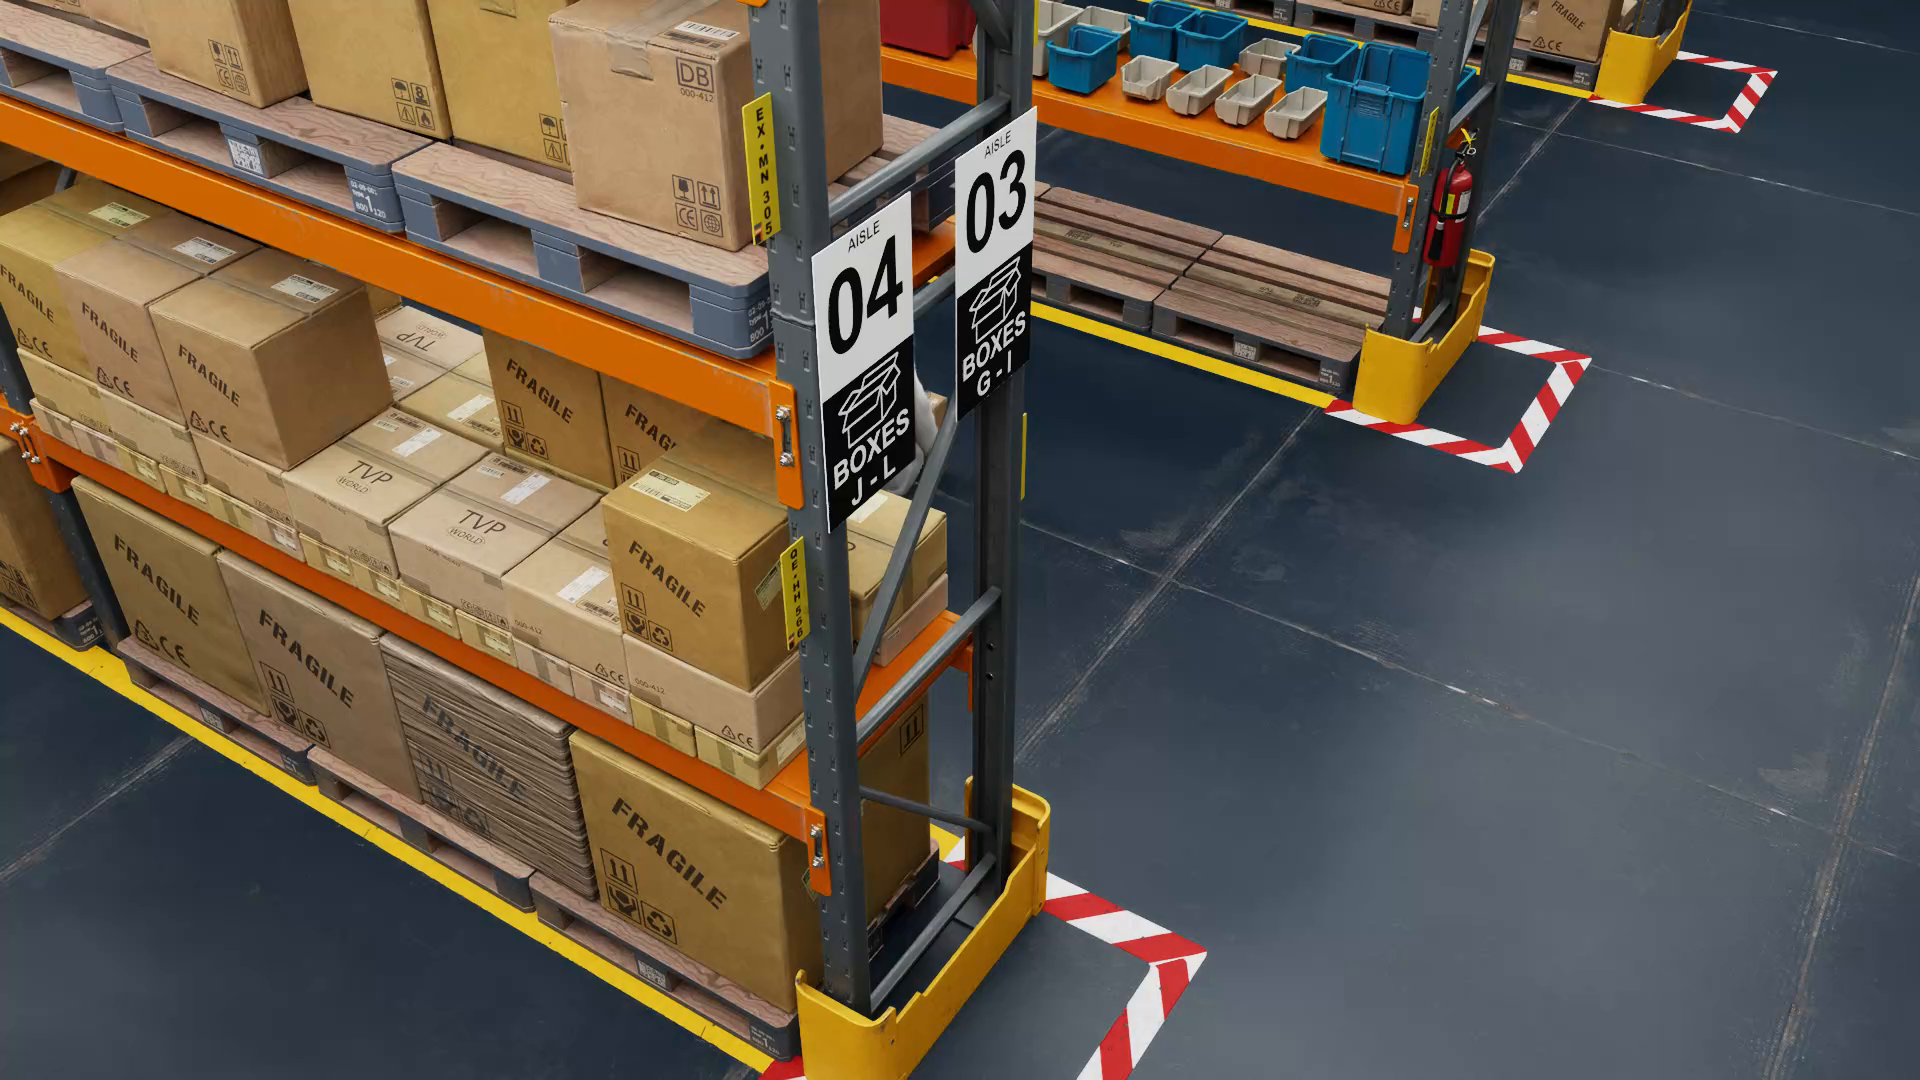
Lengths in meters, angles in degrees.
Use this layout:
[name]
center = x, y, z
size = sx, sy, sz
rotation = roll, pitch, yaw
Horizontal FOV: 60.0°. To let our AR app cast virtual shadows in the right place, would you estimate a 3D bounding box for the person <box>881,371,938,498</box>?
[person]
center = -0.454, -0.540, 8.019
size = 0.611, 1.003, 0.917
rotation = 21, 43, 25
